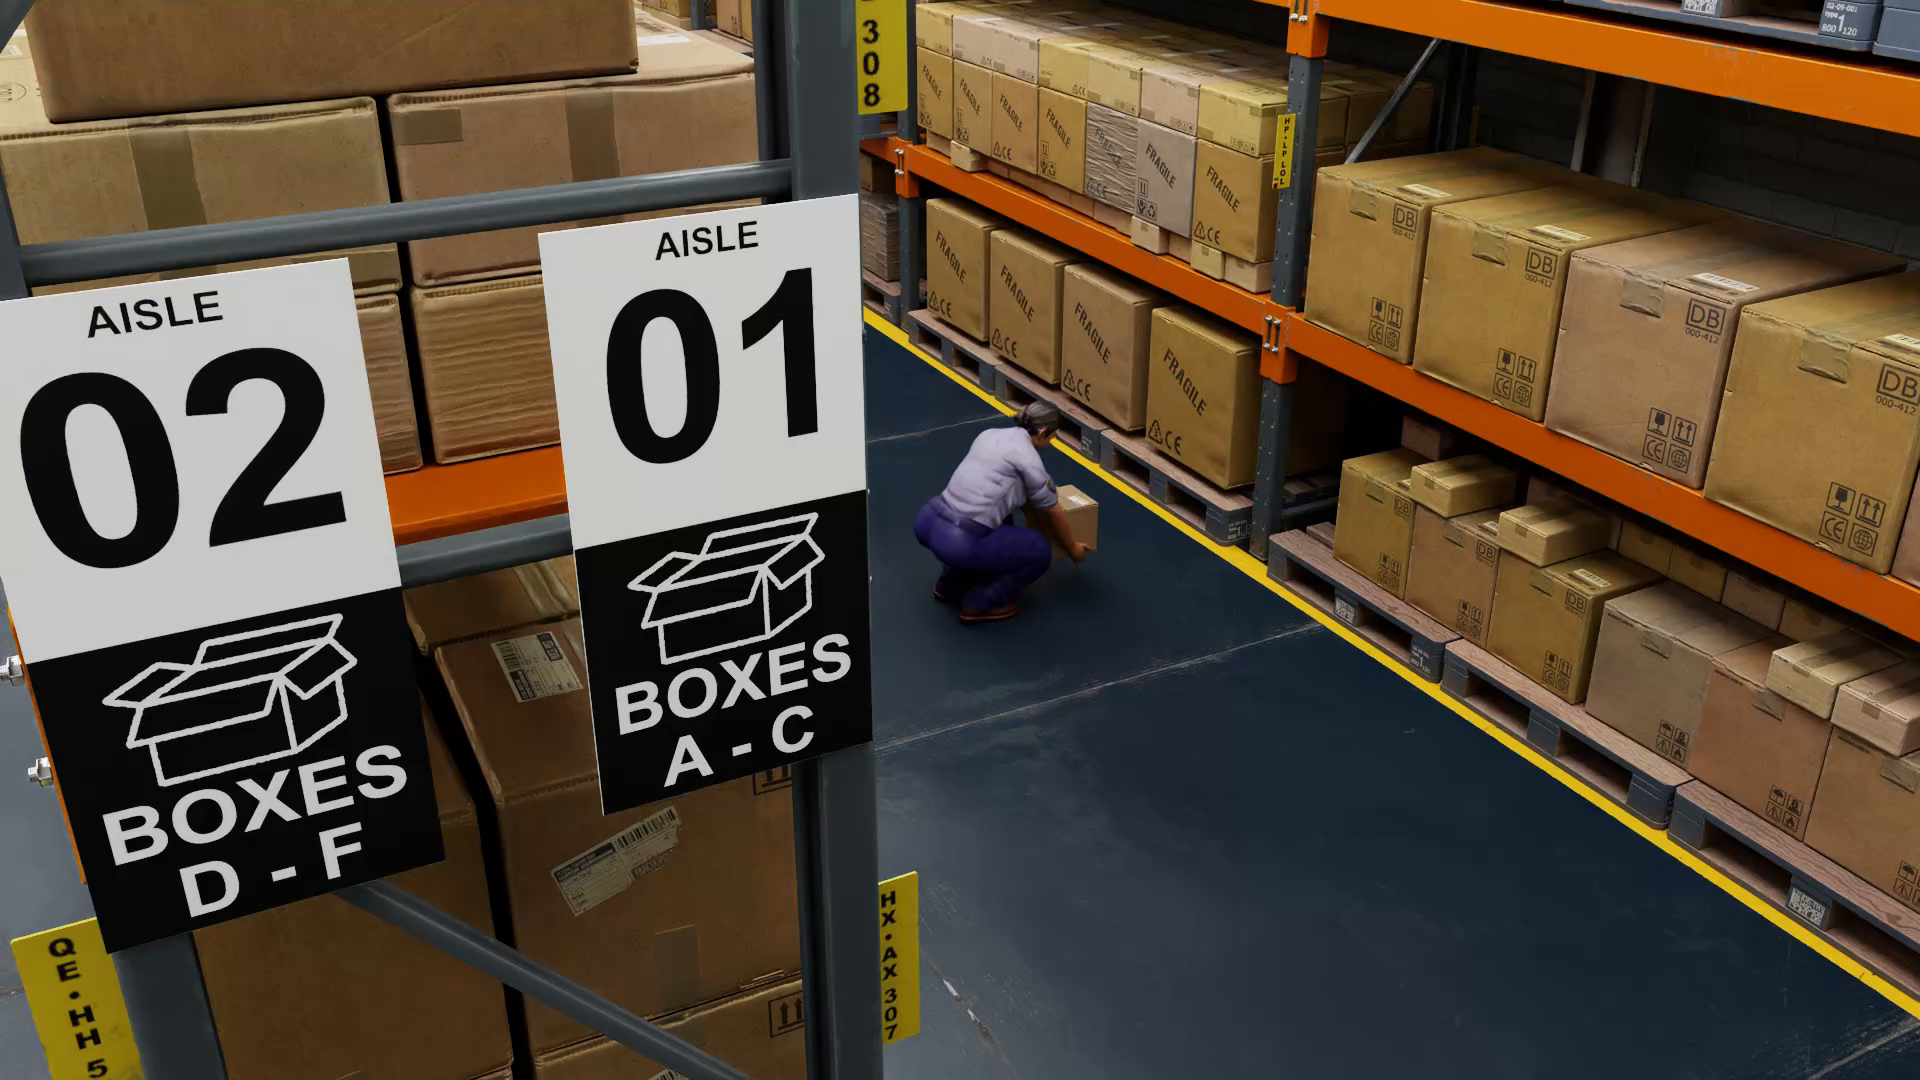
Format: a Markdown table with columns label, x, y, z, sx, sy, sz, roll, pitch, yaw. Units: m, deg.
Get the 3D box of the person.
| label | x | y | z | sx | sy | sz | roll | pitch | yaw |
| --- | --- | --- | --- | --- | --- | --- | --- | --- | --- |
| person | 0.192 | -0.138 | 7.760 | 0.836 | 0.933 | 0.516 | -14 | 29 | -26 |
